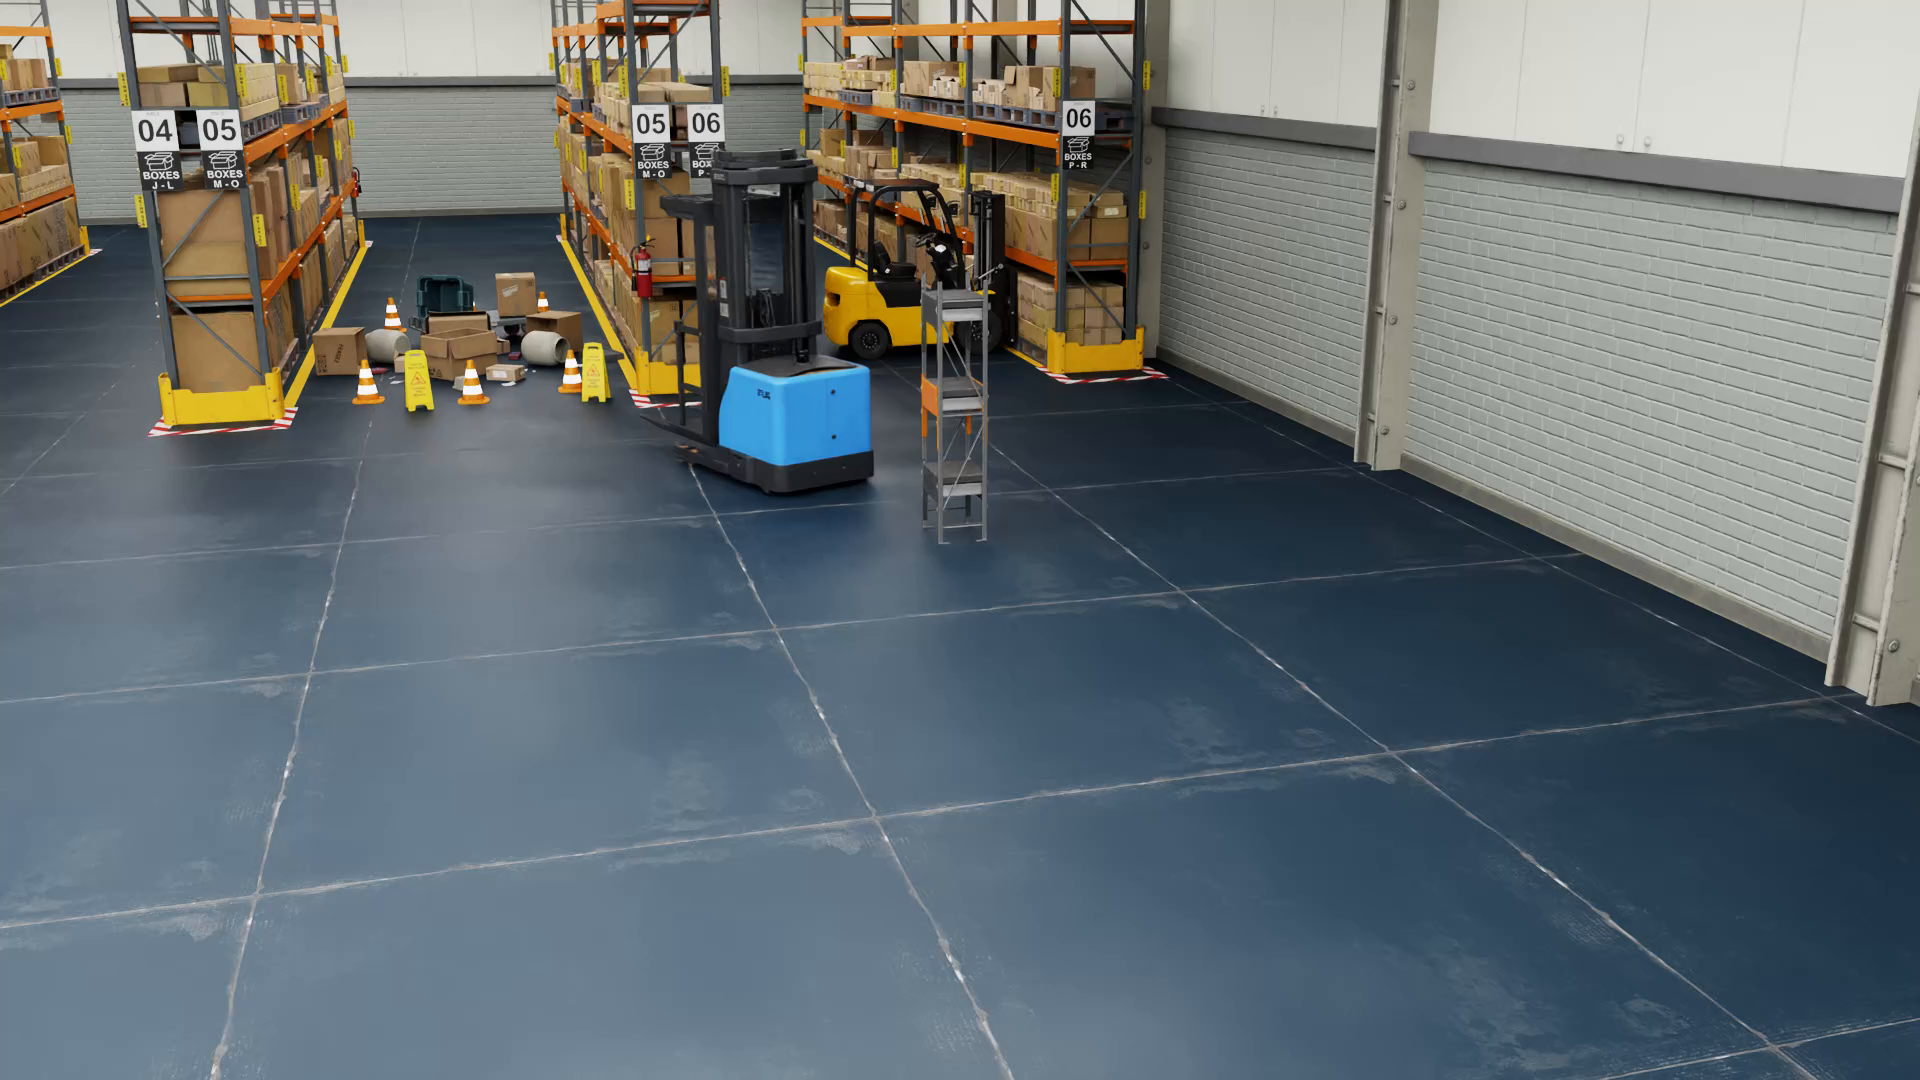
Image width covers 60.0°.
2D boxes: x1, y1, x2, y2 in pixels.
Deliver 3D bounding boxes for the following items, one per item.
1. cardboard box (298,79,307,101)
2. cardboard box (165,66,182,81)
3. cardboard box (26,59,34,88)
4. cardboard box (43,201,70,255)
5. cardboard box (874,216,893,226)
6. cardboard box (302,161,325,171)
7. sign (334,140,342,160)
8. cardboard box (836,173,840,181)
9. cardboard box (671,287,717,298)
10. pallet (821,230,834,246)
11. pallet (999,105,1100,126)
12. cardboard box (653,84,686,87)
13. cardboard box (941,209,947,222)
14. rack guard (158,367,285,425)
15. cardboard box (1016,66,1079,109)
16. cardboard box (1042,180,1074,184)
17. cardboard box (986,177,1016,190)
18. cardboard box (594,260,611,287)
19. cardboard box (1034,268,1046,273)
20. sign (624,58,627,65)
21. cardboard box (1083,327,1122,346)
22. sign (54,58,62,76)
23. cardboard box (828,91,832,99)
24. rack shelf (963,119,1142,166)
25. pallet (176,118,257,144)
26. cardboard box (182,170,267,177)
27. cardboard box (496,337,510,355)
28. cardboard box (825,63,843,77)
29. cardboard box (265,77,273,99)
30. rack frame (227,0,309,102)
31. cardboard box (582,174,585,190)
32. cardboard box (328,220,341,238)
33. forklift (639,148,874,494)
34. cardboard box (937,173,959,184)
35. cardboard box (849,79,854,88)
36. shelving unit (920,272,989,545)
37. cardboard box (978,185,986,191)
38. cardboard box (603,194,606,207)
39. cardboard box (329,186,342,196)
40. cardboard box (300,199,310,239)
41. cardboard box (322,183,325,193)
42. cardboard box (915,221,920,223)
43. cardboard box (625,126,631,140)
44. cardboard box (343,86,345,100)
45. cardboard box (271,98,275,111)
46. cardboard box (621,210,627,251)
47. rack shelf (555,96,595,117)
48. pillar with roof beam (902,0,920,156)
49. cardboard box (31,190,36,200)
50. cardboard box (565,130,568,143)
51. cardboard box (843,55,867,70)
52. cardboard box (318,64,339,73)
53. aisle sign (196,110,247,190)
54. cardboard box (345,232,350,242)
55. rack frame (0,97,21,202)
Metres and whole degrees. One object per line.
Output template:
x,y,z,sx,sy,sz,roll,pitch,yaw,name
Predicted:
-9.469,-6.326,23.336,0.500,0.311,0.500,-5,17,-15,cardboard box
-8.403,-4.889,17.448,0.380,0.149,0.250,-4,17,-14,cardboard box
-16.807,-8.226,29.332,0.700,0.500,0.500,-5,18,-17,cardboard box
-16.538,-5.558,29.706,0.875,0.875,0.875,-5,17,-15,cardboard box
-1.379,-5.706,29.721,0.380,0.149,0.250,-4,17,-13,cardboard box
-10.703,-6.179,27.482,0.380,0.149,0.250,-5,18,-17,cardboard box
-10.612,-6.655,28.379,0.100,0.325,0.005,-5,17,-15,sign
-2.159,-6.956,31.832,0.380,0.149,0.250,-4,17,-14,cardboard box
-3.226,-2.794,20.287,0.500,0.500,0.500,-5,18,-17,cardboard box
-2.168,-6.060,33.261,1.003,0.211,1.213,-5,17,-15,pallet
1.148,-5.479,21.416,1.003,0.211,1.213,-5,17,-15,pallet
-3.616,-5.602,20.725,0.380,0.149,0.250,-5,17,-16,cardboard box
0.024,-4.841,24.613,0.500,0.250,0.500,-5,17,-16,cardboard box
-7.840,-1.532,17.683,1.175,0.500,0.348,-5,17,-15,rack guard
1.115,-5.676,20.844,0.700,0.500,0.500,-5,17,-15,cardboard box
1.296,-4.662,21.941,0.380,0.149,0.250,-4,17,-14,cardboard box
0.569,-4.830,22.499,0.380,0.149,0.250,-4,17,-14,cardboard box
-5.168,-4.154,25.903,0.950,0.372,0.625,-6,18,-19,cardboard box
1.304,-3.479,22.131,0.500,0.250,0.500,-5,17,-16,cardboard box
-5.894,-8.355,29.393,0.100,0.325,0.005,-5,17,-15,sign
1.710,-2.584,20.891,0.500,0.250,0.500,-5,17,-15,cardboard box
-16.515,-8.659,30.450,0.100,0.325,0.005,-5,17,-15,sign
-2.337,-8.617,32.147,0.380,0.149,0.250,-5,17,-15,cardboard box
1.107,-5.194,21.565,1.077,0.370,4.000,-5,17,-15,rack shelf
-8.060,-4.334,17.607,1.003,0.211,1.213,-5,17,-15,pallet
-8.598,-4.023,19.494,0.875,0.550,0.550,-5,17,-15,cardboard box
-6.054,-2.557,21.503,0.396,0.266,0.258,11,20,32,cardboard box
-2.290,-9.016,31.912,0.500,0.250,0.500,-4,17,-14,cardboard box
-8.425,-5.343,19.650,0.500,0.250,0.500,-5,17,-15,cardboard box
-10.045,-7.822,23.850,1.000,3.000,0.127,-5,17,-15,rack frame
-5.835,-5.791,26.909,0.500,0.250,0.500,-5,17,-17,cardboard box
-10.697,-5.232,27.968,0.500,0.250,0.500,-5,17,-17,cardboard box
-2.082,-2.176,15.601,1.130,2.935,3.031,-12,21,-36,forklift
-0.130,-5.442,25.052,0.380,0.149,0.250,-5,17,-15,cardboard box
-1.753,-8.106,29.541,0.380,0.149,0.250,-4,17,-14,cardboard box
-0.045,-1.051,13.302,0.431,2.100,0.503,-5,17,-15,shelving unit
0.465,-4.833,23.026,0.380,0.149,0.250,-4,17,-14,cardboard box
-4.699,-4.900,23.129,0.500,0.500,0.500,-5,17,-15,cardboard box
-10.908,-6.039,28.779,0.380,0.149,0.250,-4,17,-13,cardboard box
-9.106,-4.335,22.496,0.500,0.500,0.500,-5,17,-16,cardboard box
-10.484,-5.682,26.859,0.380,0.149,0.250,-4,17,-13,cardboard box
-0.564,-5.466,28.921,0.380,0.149,0.250,-6,18,-18,cardboard box
-3.582,-4.614,18.822,0.380,0.149,0.250,-5,17,-15,cardboard box
-11.864,-8.421,31.320,0.500,0.250,0.500,-5,17,-16,cardboard box
-8.396,-5.191,19.838,0.380,0.149,0.250,-4,17,-14,cardboard box
-3.796,-3.751,20.036,0.500,0.500,0.500,-5,17,-16,cardboard box
-6.962,-8.120,31.306,1.077,0.370,4.000,-5,17,-15,rack shelf
-5.105,-9.665,29.984,9.100,9.000,0.400,-5,17,-15,pillar with roof beam
-15.848,-5.824,28.064,0.380,0.149,0.250,-4,17,-13,cardboard box
-6.940,-7.251,30.465,0.500,0.500,0.500,-5,17,-16,cardboard box
-1.894,-8.663,30.160,0.396,0.266,0.258,-5,17,-16,cardboard box
-11.648,-8.677,30.608,0.380,0.149,0.250,-4,17,-14,cardboard box
-7.539,-3.985,16.986,0.394,0.787,0.004,-5,17,-15,aisle sign
-11.327,-5.514,30.303,0.380,0.149,0.250,-5,17,-16,cardboard box
-15.941,-5.691,27.184,1.000,3.000,0.127,-5,17,-15,rack frame
